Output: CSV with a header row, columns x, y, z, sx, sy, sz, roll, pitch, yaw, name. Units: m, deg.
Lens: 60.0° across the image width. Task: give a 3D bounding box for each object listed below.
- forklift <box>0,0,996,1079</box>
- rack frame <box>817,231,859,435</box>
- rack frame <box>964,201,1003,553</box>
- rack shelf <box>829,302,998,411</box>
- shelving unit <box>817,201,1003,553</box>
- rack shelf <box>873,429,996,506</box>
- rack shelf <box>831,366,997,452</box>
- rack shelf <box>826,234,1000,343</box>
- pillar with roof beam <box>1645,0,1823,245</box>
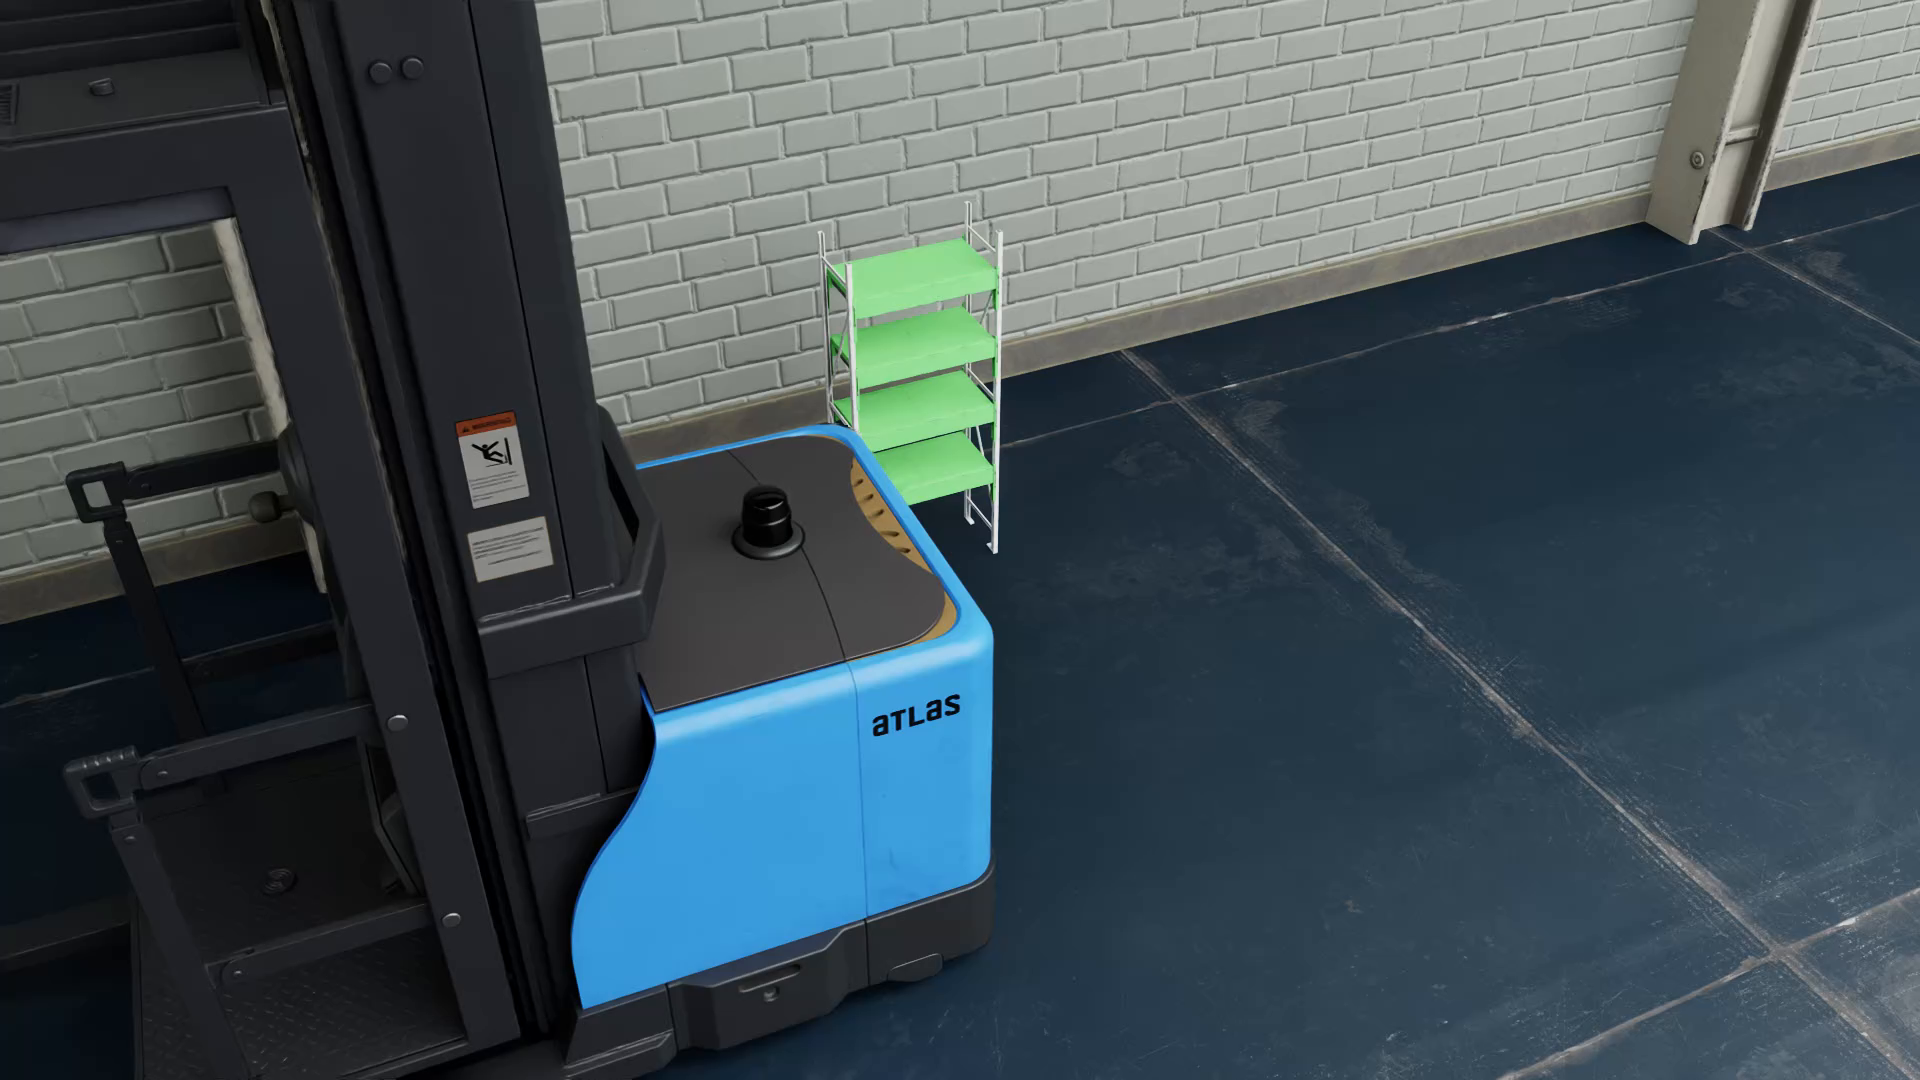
x,y,z,sx,sy,sz,roll,pitch,yaw,name
-1.476,-0.032,3.333,3.031,2.935,1.130,-14,39,-18,forklift
-0.371,-0.378,5.253,0.015,1.200,0.240,-16,39,-20,rack frame
0.071,-0.502,5.419,0.015,1.200,0.240,-16,39,-20,rack frame
-0.150,-0.581,5.231,0.480,0.148,0.258,-16,39,-20,rack shelf
-0.150,-0.440,5.336,0.503,1.200,0.258,-16,39,-20,shelving unit
-0.150,-0.196,5.517,0.480,0.148,0.258,-16,39,-20,rack shelf
-0.150,-0.389,5.374,0.480,0.148,0.258,-16,39,-20,rack shelf
-0.150,-0.774,5.088,0.480,0.148,0.258,-16,39,-20,rack shelf
5.253,-2.767,1.926,0.400,9.000,9.100,-16,39,-20,pillar with roof beam
